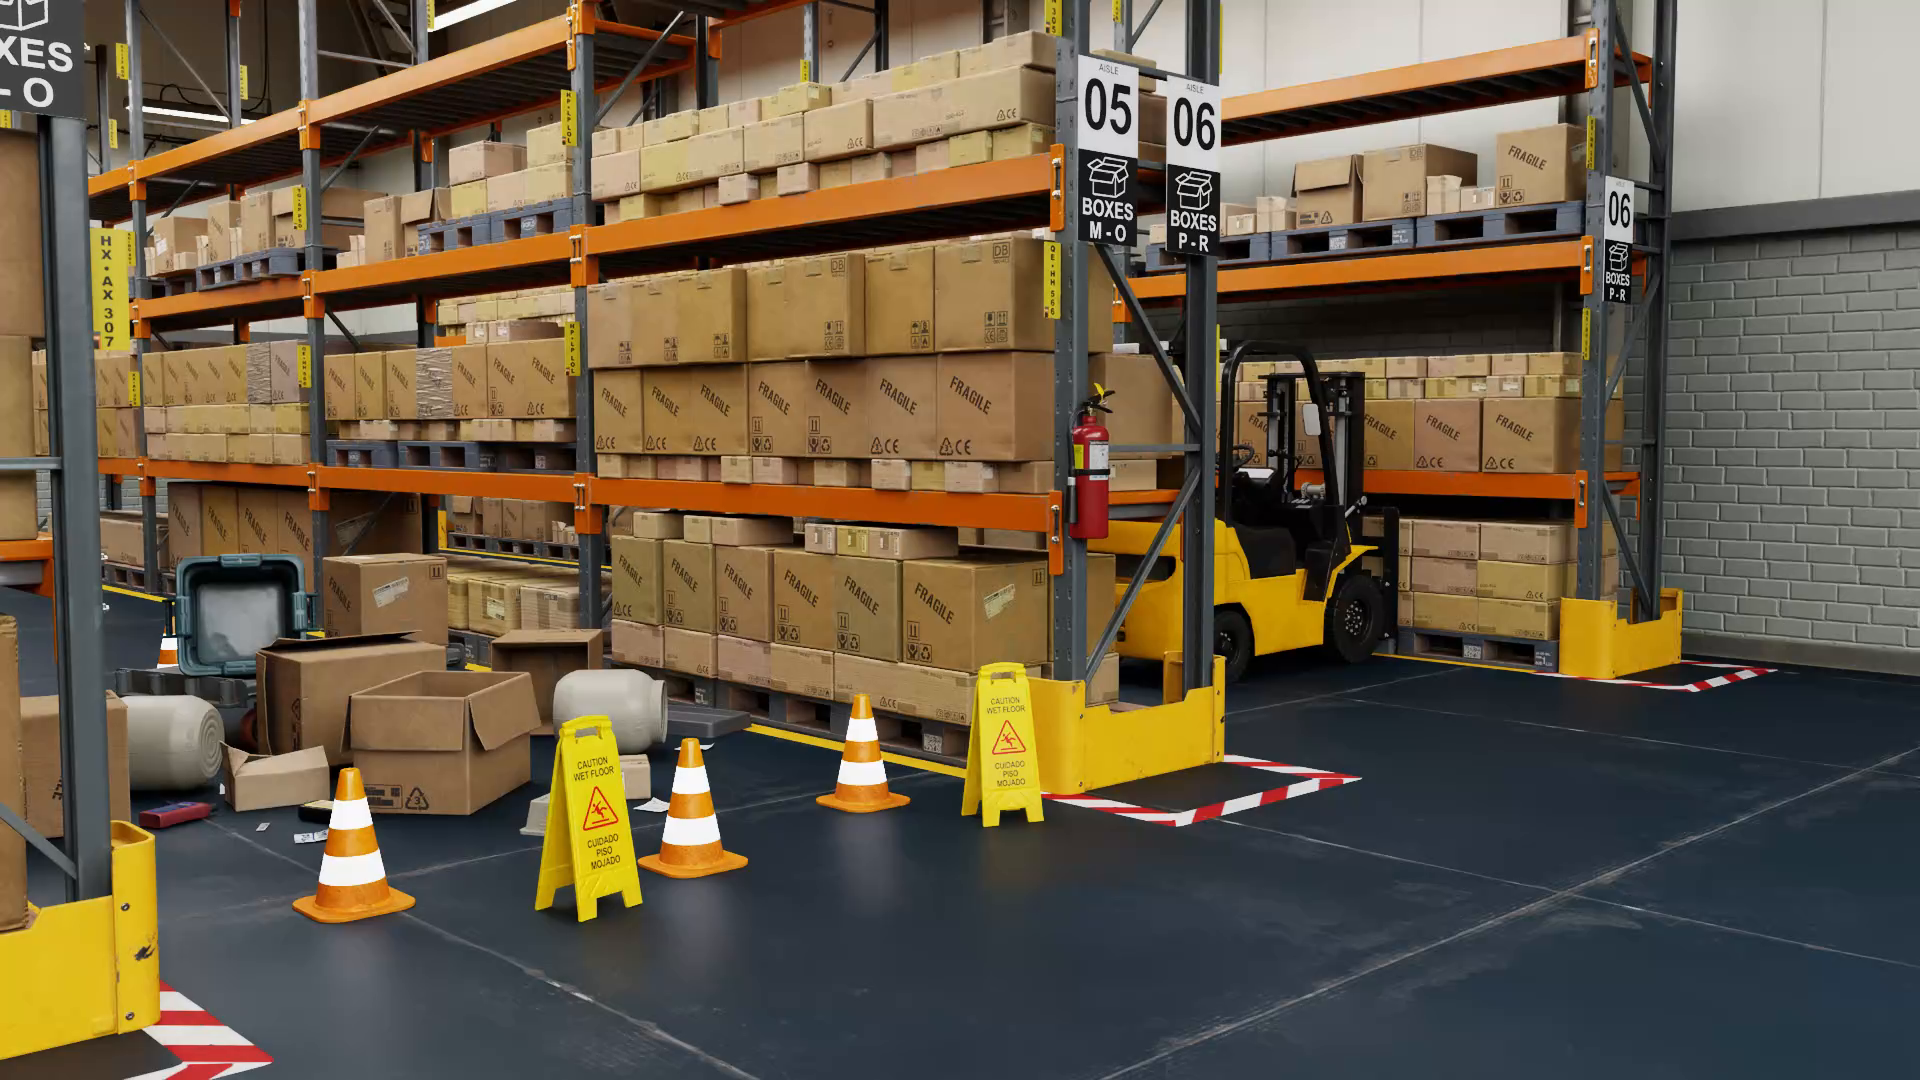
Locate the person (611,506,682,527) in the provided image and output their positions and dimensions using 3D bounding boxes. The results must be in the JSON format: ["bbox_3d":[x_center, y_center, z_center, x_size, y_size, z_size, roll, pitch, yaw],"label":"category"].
[{"bbox_3d":[-2.572,-0.216,13.816,0.547,1.747,1.035,-4,5,-44],"label":"person"}]
